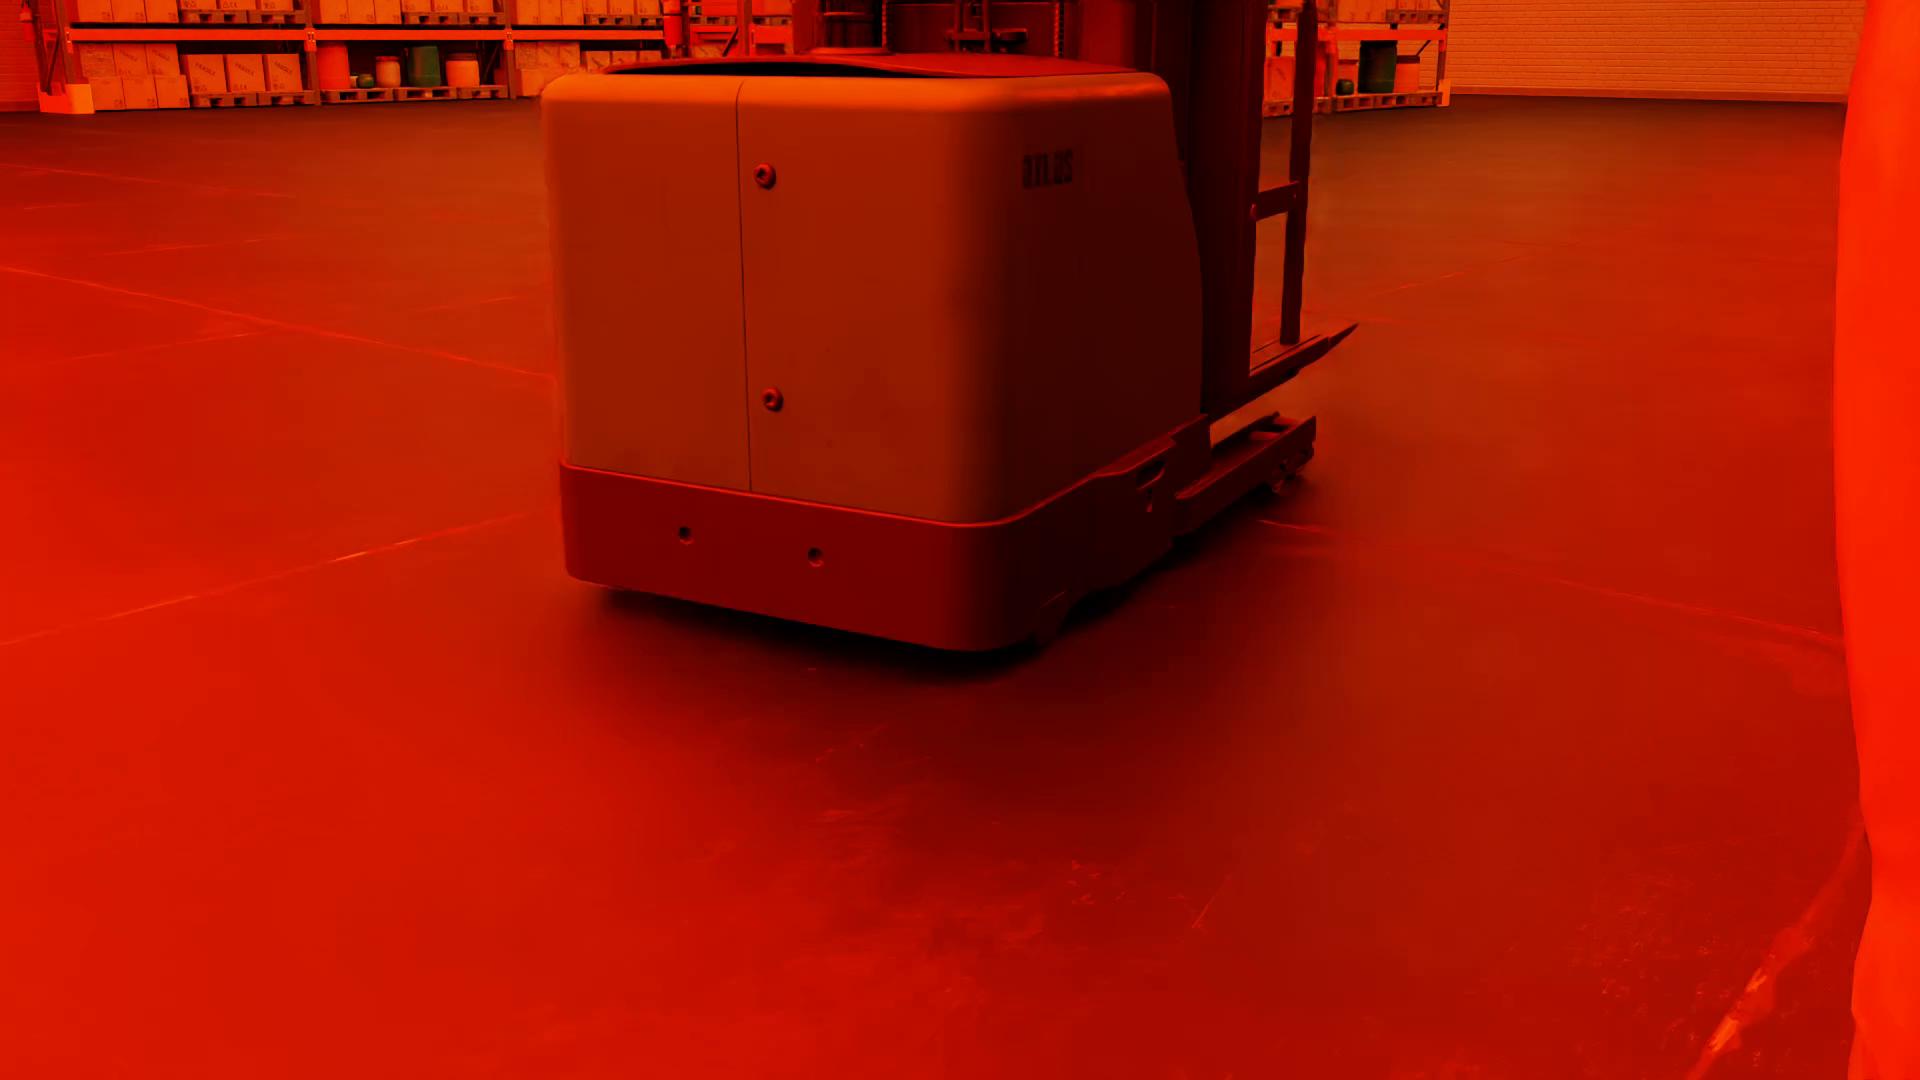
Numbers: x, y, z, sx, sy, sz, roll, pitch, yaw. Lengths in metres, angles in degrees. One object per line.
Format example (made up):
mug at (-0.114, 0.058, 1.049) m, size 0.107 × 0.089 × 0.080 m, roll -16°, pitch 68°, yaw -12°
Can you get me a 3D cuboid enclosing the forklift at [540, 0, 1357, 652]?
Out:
forklift at (0.315, -1.578, 4.096) m, size 1.130 × 2.935 × 3.031 m, roll 9°, pitch 19°, yaw 27°
